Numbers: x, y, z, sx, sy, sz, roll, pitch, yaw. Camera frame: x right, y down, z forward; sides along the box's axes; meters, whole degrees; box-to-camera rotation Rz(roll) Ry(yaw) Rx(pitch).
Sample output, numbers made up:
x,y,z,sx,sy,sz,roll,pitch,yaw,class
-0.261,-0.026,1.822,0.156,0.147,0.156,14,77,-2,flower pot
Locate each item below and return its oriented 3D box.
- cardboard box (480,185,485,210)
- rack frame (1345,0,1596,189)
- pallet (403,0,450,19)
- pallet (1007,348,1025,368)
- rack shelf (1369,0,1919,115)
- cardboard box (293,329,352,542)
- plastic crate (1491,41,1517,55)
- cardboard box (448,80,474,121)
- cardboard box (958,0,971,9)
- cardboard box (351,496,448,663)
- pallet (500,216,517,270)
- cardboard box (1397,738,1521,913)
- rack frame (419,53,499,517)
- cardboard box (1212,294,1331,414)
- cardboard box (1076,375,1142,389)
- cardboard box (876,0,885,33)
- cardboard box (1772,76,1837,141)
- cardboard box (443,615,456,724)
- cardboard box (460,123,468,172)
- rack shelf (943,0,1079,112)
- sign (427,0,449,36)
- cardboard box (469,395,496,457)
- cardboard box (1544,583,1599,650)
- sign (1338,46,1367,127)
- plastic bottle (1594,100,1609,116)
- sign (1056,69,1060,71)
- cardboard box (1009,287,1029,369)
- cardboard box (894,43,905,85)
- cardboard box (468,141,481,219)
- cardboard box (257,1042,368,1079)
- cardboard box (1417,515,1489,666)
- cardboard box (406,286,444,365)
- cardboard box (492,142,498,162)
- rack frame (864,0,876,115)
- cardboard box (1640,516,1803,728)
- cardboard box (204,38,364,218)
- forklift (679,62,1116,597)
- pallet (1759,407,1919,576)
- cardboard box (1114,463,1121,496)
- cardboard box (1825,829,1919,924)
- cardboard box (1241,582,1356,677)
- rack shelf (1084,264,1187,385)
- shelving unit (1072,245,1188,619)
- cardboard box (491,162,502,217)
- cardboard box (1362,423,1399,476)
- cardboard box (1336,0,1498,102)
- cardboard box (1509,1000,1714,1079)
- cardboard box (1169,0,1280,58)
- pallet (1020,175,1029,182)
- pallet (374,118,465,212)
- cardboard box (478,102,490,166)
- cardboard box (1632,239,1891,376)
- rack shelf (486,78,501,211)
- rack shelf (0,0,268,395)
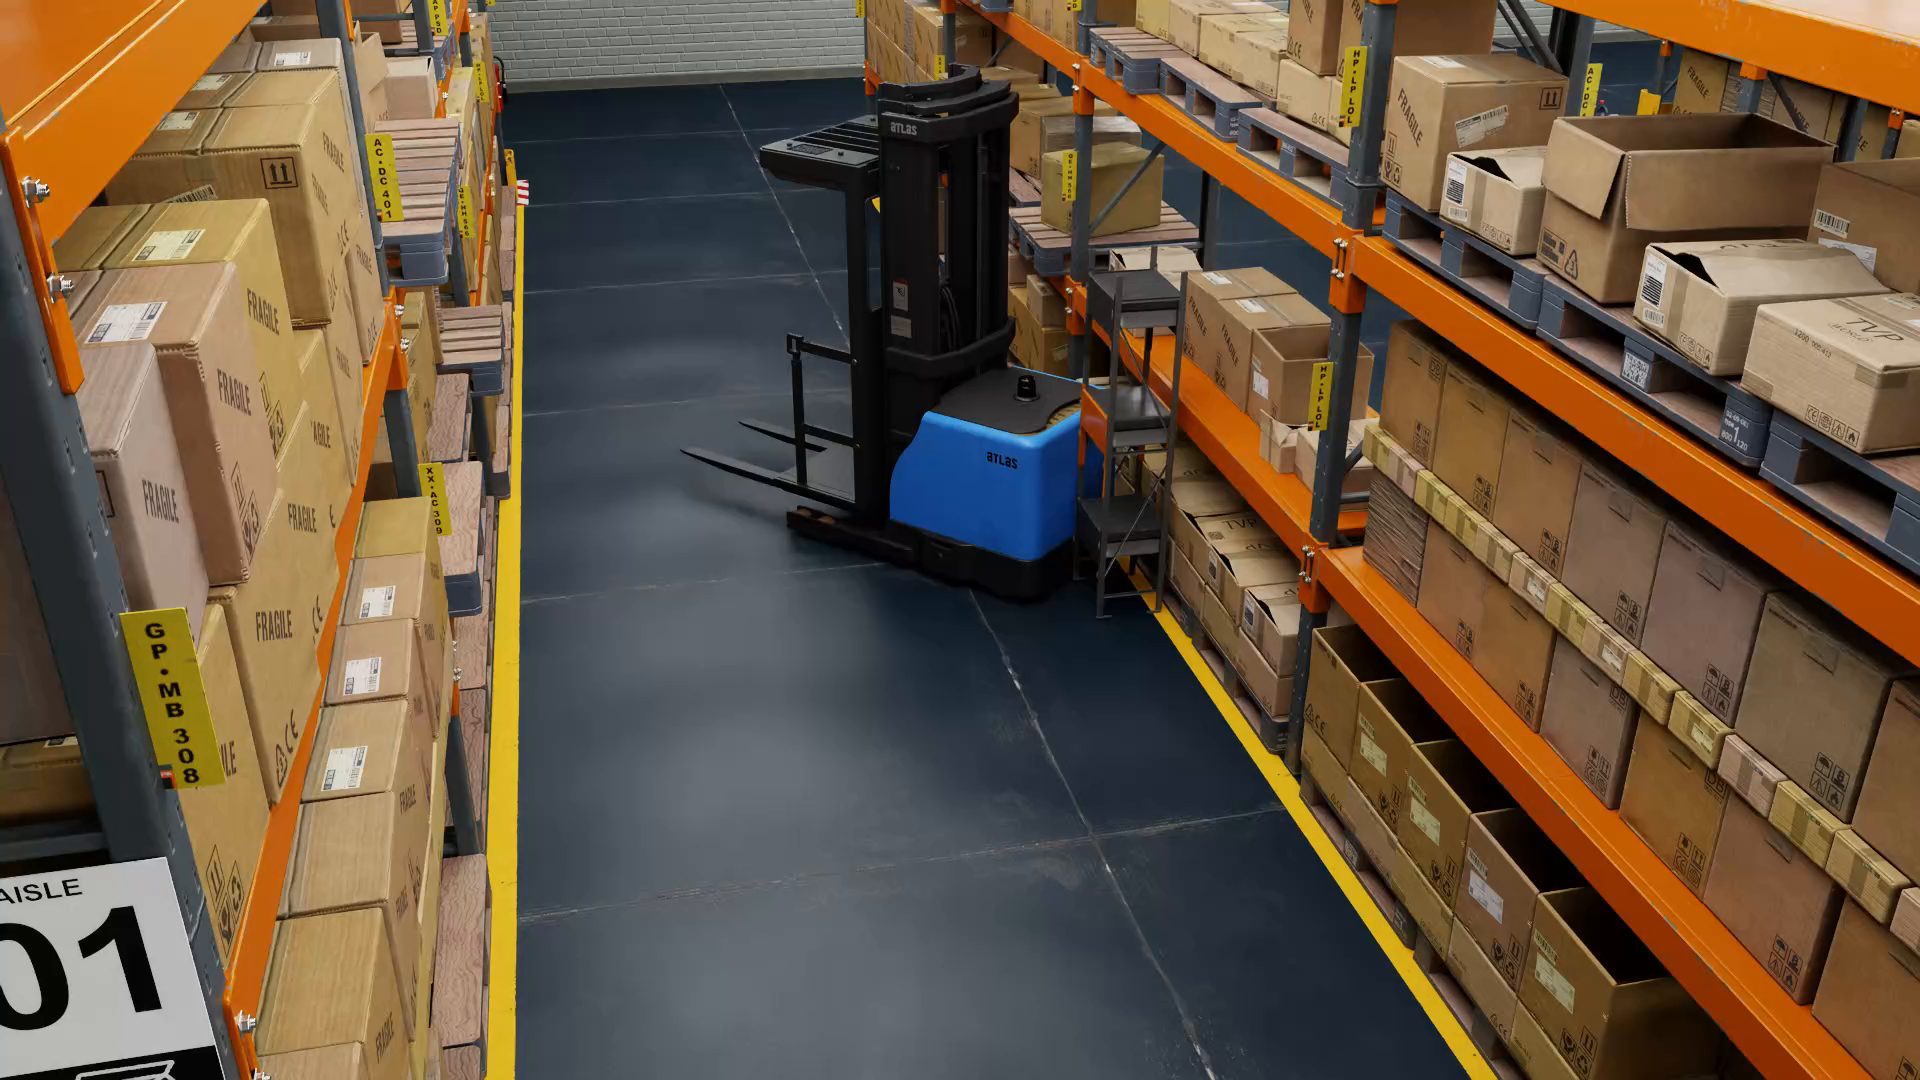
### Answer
x,y,z,sx,sy,sz,roll,pitch,yaw,class
-3.911,-2.670,12.968,0.380,0.149,0.250,-6,27,-12,cardboard box
2.154,-2.900,6.510,1.000,3.000,0.127,-6,27,-12,rack frame
-4.024,-3.496,11.229,1.003,0.211,1.213,-5,27,-9,pallet
0.850,-1.599,13.685,1.003,0.211,1.213,-6,27,-12,pallet
2.605,-1.523,5.022,1.077,0.370,4.000,-6,27,-12,rack shelf
-1.950,-0.226,4.407,0.500,0.500,0.500,-4,27,-8,cardboard box
5.221,-4.708,16.612,0.402,0.464,0.583,-6,27,-12,plastic crate
-4.013,-3.346,12.755,0.500,0.250,0.500,-5,27,-10,cardboard box
0.287,-4.913,15.934,0.500,0.500,0.500,-7,28,-13,cardboard box
-2.263,0.182,6.373,0.500,0.500,0.500,-6,27,-12,cardboard box
-4.847,-2.863,16.188,1.003,0.211,1.213,-6,27,-12,pallet
2.179,1.157,6.881,0.500,0.500,0.500,-6,27,-12,cardboard box
-3.572,-1.474,10.341,1.000,3.000,0.127,-6,27,-12,rack frame
1.766,-1.057,9.404,0.500,0.500,0.500,-6,27,-12,cardboard box
1.085,-0.929,11.224,0.500,0.311,0.500,-5,27,-10,cardboard box
-0.582,-5.531,17.159,0.500,0.500,0.500,-6,27,-11,cardboard box
9.730,-4.670,18.566,0.875,0.875,0.875,-6,27,-12,cardboard box
-2.269,0.518,6.540,0.500,0.250,0.500,-6,27,-11,cardboard box
-3.662,-2.675,11.426,0.500,0.250,0.500,-6,27,-11,cardboard box
0.802,-3.874,12.566,1.077,0.370,4.000,-6,27,-12,rack shelf
-3.043,-3.098,9.656,0.100,0.325,0.005,-6,27,-12,sign
-3.610,-1.038,11.396,0.750,0.750,0.750,-6,27,-12,cardboard box
2.379,0.261,6.073,0.380,0.149,0.250,-6,27,-12,cardboard box
1.628,-1.873,6.880,0.100,0.325,0.005,-6,27,-12,sign
5.746,-3.762,14.929,0.144,0.351,0.185,-6,27,-12,plastic bottle
0.891,-4.309,14.673,0.100,0.325,0.005,-6,27,-12,sign
0.697,-1.673,13.021,0.500,0.500,0.500,-7,28,-13,cardboard box
-0.364,-4.647,16.517,0.500,0.500,0.500,-6,27,-11,cardboard box
-3.777,-2.576,12.061,0.500,0.500,0.500,-5,27,-10,cardboard box
-1.584,1.522,3.718,0.500,0.500,0.500,-6,27,-12,cardboard box
2.386,0.158,6.997,0.700,0.500,0.500,-6,27,-12,cardboard box
-3.304,-1.267,9.331,0.700,0.500,0.500,-9,28,-16,cardboard box
-4.855,-3.900,16.735,0.380,0.149,0.250,-5,27,-10,cardboard box
-0.550,-5.490,18.299,1.000,3.000,0.127,-6,27,-12,rack frame
2.713,0.229,5.417,0.700,0.500,0.500,-6,27,-11,cardboard box
-2.294,-1.364,5.552,0.500,0.500,0.500,-8,28,-16,cardboard box
-0.513,-1.471,10.411,3.031,2.935,1.130,18,32,31,forklift
2.922,-0.079,4.347,1.003,0.211,1.213,-6,27,-12,pallet
1.199,-0.458,10.914,0.500,0.250,0.500,-7,28,-13,cardboard box
2.724,0.936,4.735,0.380,0.149,0.250,-5,27,-10,cardboard box
1.784,0.419,8.554,0.500,0.311,0.500,-6,27,-12,cardboard box
0.969,-1.210,9.284,0.431,0.518,0.480,-5,28,-12,rack shelf
0.960,-0.598,9.594,0.431,2.100,0.503,-5,28,-12,shelving unit
-5.007,-3.540,16.743,0.700,0.500,0.500,-6,27,-12,cardboard box
2.026,-0.419,7.420,0.380,0.149,0.250,-6,27,-12,cardboard box
2.054,-2.291,7.500,0.500,0.500,0.500,-6,27,-11,cardboard box
2.408,1.931,6.181,0.500,0.250,0.500,-6,27,-12,cardboard box
1.546,-3.016,9.768,0.500,0.250,0.500,-5,27,-10,cardboard box
0.425,-3.287,14.146,1.003,0.211,1.213,-6,27,-12,pallet
-2.943,-1.710,7.688,1.213,0.211,1.003,-6,27,-12,pallet
-4.580,-3.603,14.227,0.980,0.700,0.700,-6,27,-11,cardboard box
2.414,-0.738,5.032,0.500,0.311,0.500,-3,27,-6,cardboard box
-4.925,-3.786,15.721,1.077,0.370,4.000,-6,27,-12,rack shelf
-2.220,-1.195,3.933,1.077,0.370,4.000,-6,27,-12,rack shelf
